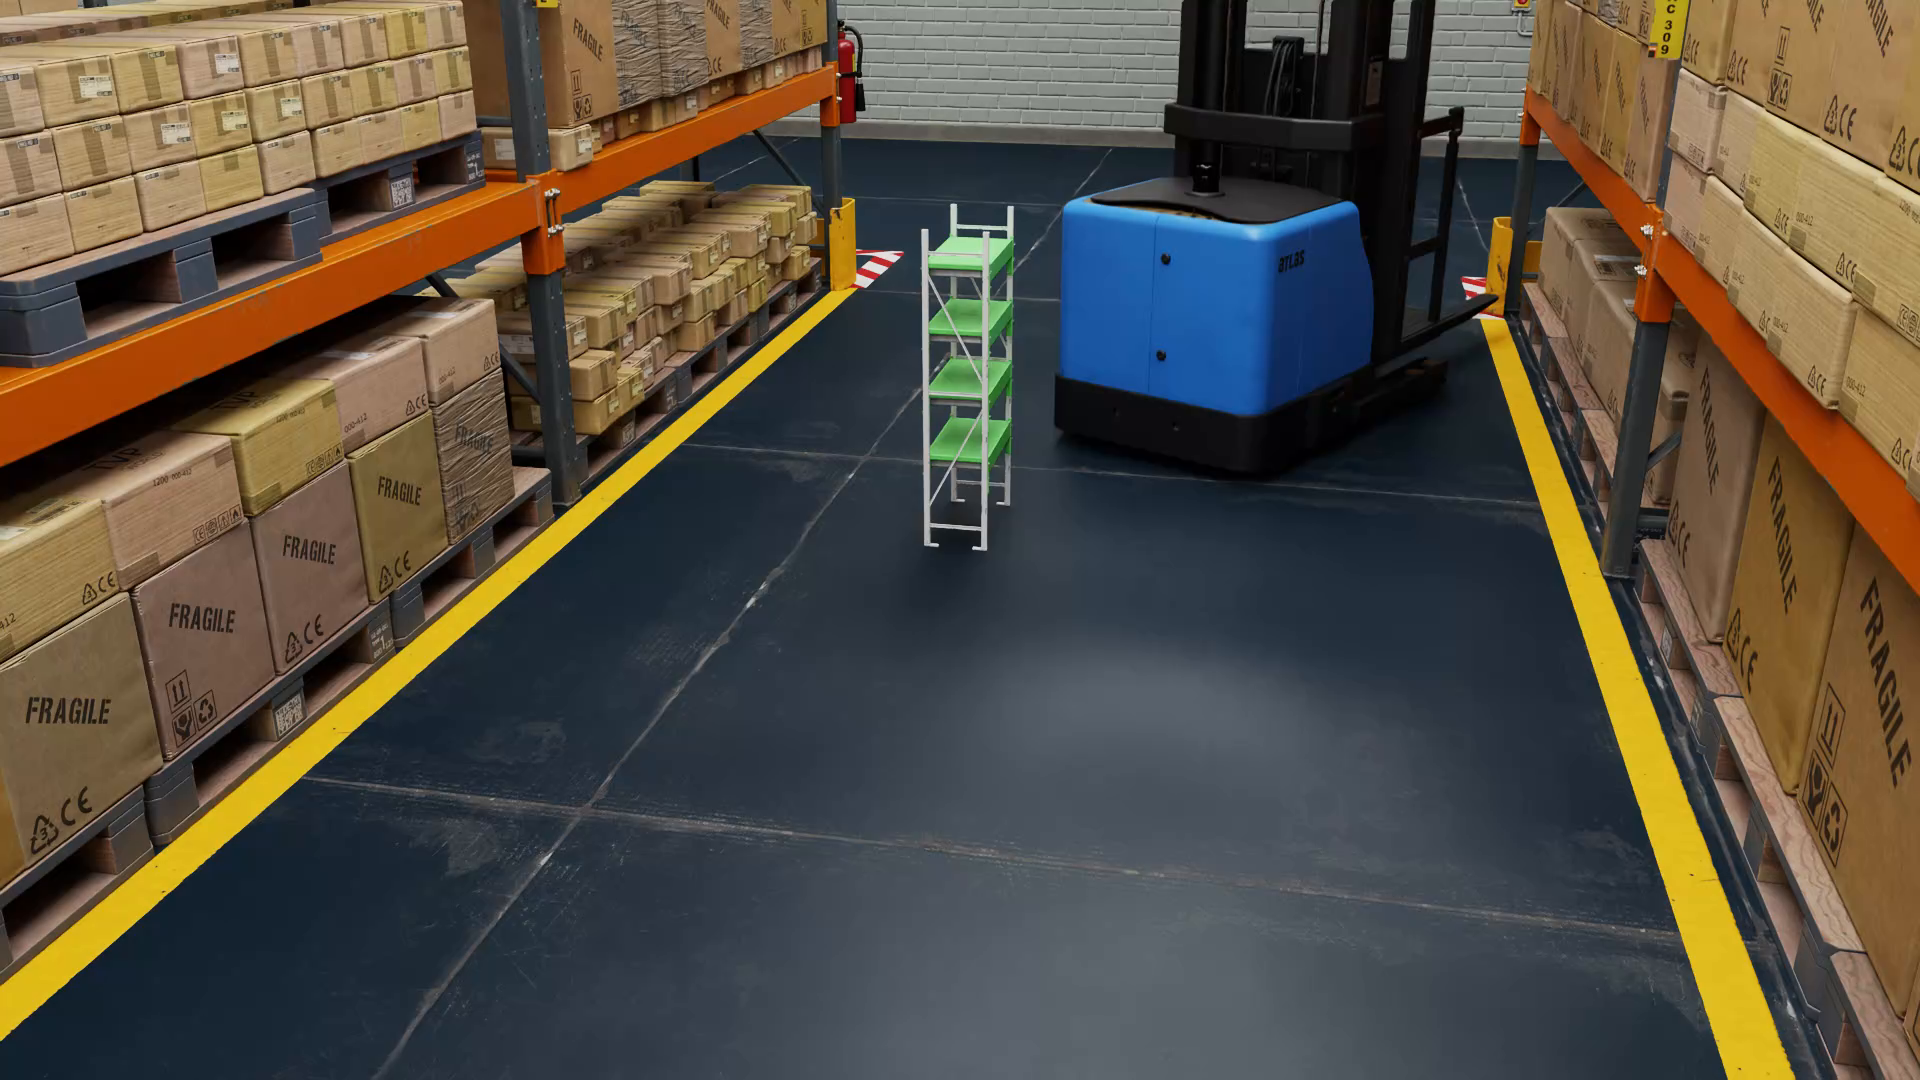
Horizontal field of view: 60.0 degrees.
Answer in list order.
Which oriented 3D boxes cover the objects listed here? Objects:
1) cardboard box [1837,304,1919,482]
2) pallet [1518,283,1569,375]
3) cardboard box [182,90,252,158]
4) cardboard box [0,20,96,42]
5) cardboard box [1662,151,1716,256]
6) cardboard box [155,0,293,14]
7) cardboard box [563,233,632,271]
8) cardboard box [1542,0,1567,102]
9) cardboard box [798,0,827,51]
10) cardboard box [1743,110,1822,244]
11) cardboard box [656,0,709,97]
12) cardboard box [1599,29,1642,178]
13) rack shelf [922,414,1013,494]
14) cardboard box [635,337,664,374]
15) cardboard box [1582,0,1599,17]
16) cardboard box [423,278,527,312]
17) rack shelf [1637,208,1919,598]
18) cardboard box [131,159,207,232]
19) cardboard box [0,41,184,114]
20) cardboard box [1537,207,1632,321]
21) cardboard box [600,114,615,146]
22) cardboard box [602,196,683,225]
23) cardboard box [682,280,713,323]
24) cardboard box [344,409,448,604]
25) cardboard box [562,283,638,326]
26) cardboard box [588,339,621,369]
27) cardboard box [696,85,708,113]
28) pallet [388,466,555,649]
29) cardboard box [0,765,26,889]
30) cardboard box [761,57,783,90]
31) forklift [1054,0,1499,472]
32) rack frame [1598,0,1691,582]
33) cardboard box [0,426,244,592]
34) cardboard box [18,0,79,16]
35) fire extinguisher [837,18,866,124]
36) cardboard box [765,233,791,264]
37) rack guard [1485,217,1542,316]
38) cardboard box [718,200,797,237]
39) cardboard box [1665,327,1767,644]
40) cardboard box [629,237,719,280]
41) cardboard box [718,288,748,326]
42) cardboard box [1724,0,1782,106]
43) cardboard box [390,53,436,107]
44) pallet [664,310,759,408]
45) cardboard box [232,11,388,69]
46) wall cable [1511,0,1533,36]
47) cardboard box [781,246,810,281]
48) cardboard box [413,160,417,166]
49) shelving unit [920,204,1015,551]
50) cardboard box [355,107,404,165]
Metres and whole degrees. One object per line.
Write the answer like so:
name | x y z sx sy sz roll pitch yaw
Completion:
cardboard box | 2.066 -0.278 3.230 0.500 0.250 0.500 4 22 10
pallet | 3.555 -1.106 8.818 1.003 0.211 1.213 4 22 11
cardboard box | -2.194 -1.149 4.567 0.380 0.149 0.250 5 22 11
cardboard box | -2.783 -1.440 4.892 0.380 0.149 0.250 4 22 10
cardboard box | 2.477 -1.025 5.084 0.500 0.250 0.500 4 22 10
cardboard box | -2.572 -1.821 5.837 0.380 0.149 0.250 6 23 14
cardboard box | -1.871 -1.439 8.369 0.380 0.149 0.250 5 22 11
cardboard box | 3.187 -2.404 8.173 0.500 0.500 0.500 4 22 10
cardboard box | -1.065 -3.039 9.352 0.500 0.500 0.500 5 22 12
cardboard box | 2.252 -0.883 4.062 0.500 0.250 0.500 5 22 12
cardboard box | -1.461 -2.285 7.479 0.500 0.500 0.500 4 22 10
cardboard box | 2.769 -1.659 6.324 0.500 0.500 0.500 4 22 10
rack shelf | 0.034 -0.335 6.393 0.258 0.148 0.480 4 22 11
cardboard box | -1.595 -0.845 7.692 0.380 0.149 0.250 4 22 10
cardboard box | 2.968 -2.494 7.058 0.500 0.500 0.500 5 22 11
cardboard box | -2.166 -1.062 7.433 0.380 0.149 0.250 4 22 10
rack shelf | 2.417 -0.170 3.724 1.077 0.370 4.000 4 22 11
cardboard box | -2.245 -0.919 4.395 0.380 0.149 0.250 4 22 9
cardboard box | -2.252 -1.193 4.278 0.380 0.149 0.250 4 22 10
cardboard box | 3.605 -1.455 8.820 0.875 0.438 0.875 4 22 9
cardboard box | -1.680 -1.739 6.993 0.380 0.149 0.250 3 22 9
cardboard box | -1.780 -1.829 9.337 0.380 0.149 0.250 4 22 11
cardboard box | -1.425 -1.170 8.100 0.380 0.149 0.250 4 22 11
cardboard box | -2.051 -0.133 5.453 0.500 0.500 0.500 4 22 10
cardboard box | -1.650 -1.027 7.345 0.380 0.149 0.250 4 22 10
cardboard box | -1.690 -0.793 7.164 0.380 0.149 0.250 5 22 11
cardboard box | -1.433 -2.125 7.950 0.380 0.149 0.250 5 23 13
pallet | -2.199 0.003 6.064 1.003 0.211 1.213 4 22 11
cardboard box | -2.463 0.613 3.601 0.500 0.500 0.500 4 22 9
cardboard box | -1.168 -2.505 8.895 0.380 0.149 0.250 5 22 12
forklift | 1.732 -2.120 7.694 1.130 2.935 3.031 17 27 35
rack frame | 2.825 -1.235 5.405 1.000 3.000 0.127 4 22 11
cardboard box | -2.263 -0.095 4.354 0.500 0.250 0.500 5 22 11
cardboard box | -5.899 -3.324 10.395 0.500 0.250 0.500 4 22 10
fire extinguisher | -0.722 -2.887 10.108 0.296 0.674 0.183 4 22 11
cardboard box | -1.157 -1.644 9.276 0.380 0.149 0.250 4 22 9
rack guard | 3.647 -1.547 9.526 1.175 0.500 0.348 4 22 11
cardboard box | -1.121 -1.782 9.221 0.380 0.149 0.250 4 22 10
cardboard box | 2.777 -0.212 5.146 0.875 0.875 0.875 5 23 13
cardboard box | -1.424 -1.404 8.281 0.380 0.149 0.250 5 22 11
cardboard box | -1.323 -1.223 8.629 0.380 0.149 0.250 5 22 12
cardboard box | 2.377 -1.418 4.387 0.500 0.500 0.500 4 22 11
cardboard box | -1.982 -1.535 5.525 0.380 0.149 0.250 5 22 11
pallet | -1.692 -0.978 8.499 1.003 0.211 1.213 4 22 11
cardboard box | -2.041 -1.575 5.228 0.380 0.149 0.250 4 22 9
wall cable | 4.769 -5.248 13.967 0.585 1.953 0.123 4 22 11
cardboard box | -1.081 -1.601 9.567 0.380 0.149 0.250 5 23 13
cardboard box | -2.212 -1.581 6.601 0.380 0.149 0.250 4 22 10
shelving unit | 0.034 -0.617 6.280 0.258 1.200 0.503 4 22 11
cardboard box | -2.033 -1.307 5.359 0.380 0.149 0.250 4 22 11
